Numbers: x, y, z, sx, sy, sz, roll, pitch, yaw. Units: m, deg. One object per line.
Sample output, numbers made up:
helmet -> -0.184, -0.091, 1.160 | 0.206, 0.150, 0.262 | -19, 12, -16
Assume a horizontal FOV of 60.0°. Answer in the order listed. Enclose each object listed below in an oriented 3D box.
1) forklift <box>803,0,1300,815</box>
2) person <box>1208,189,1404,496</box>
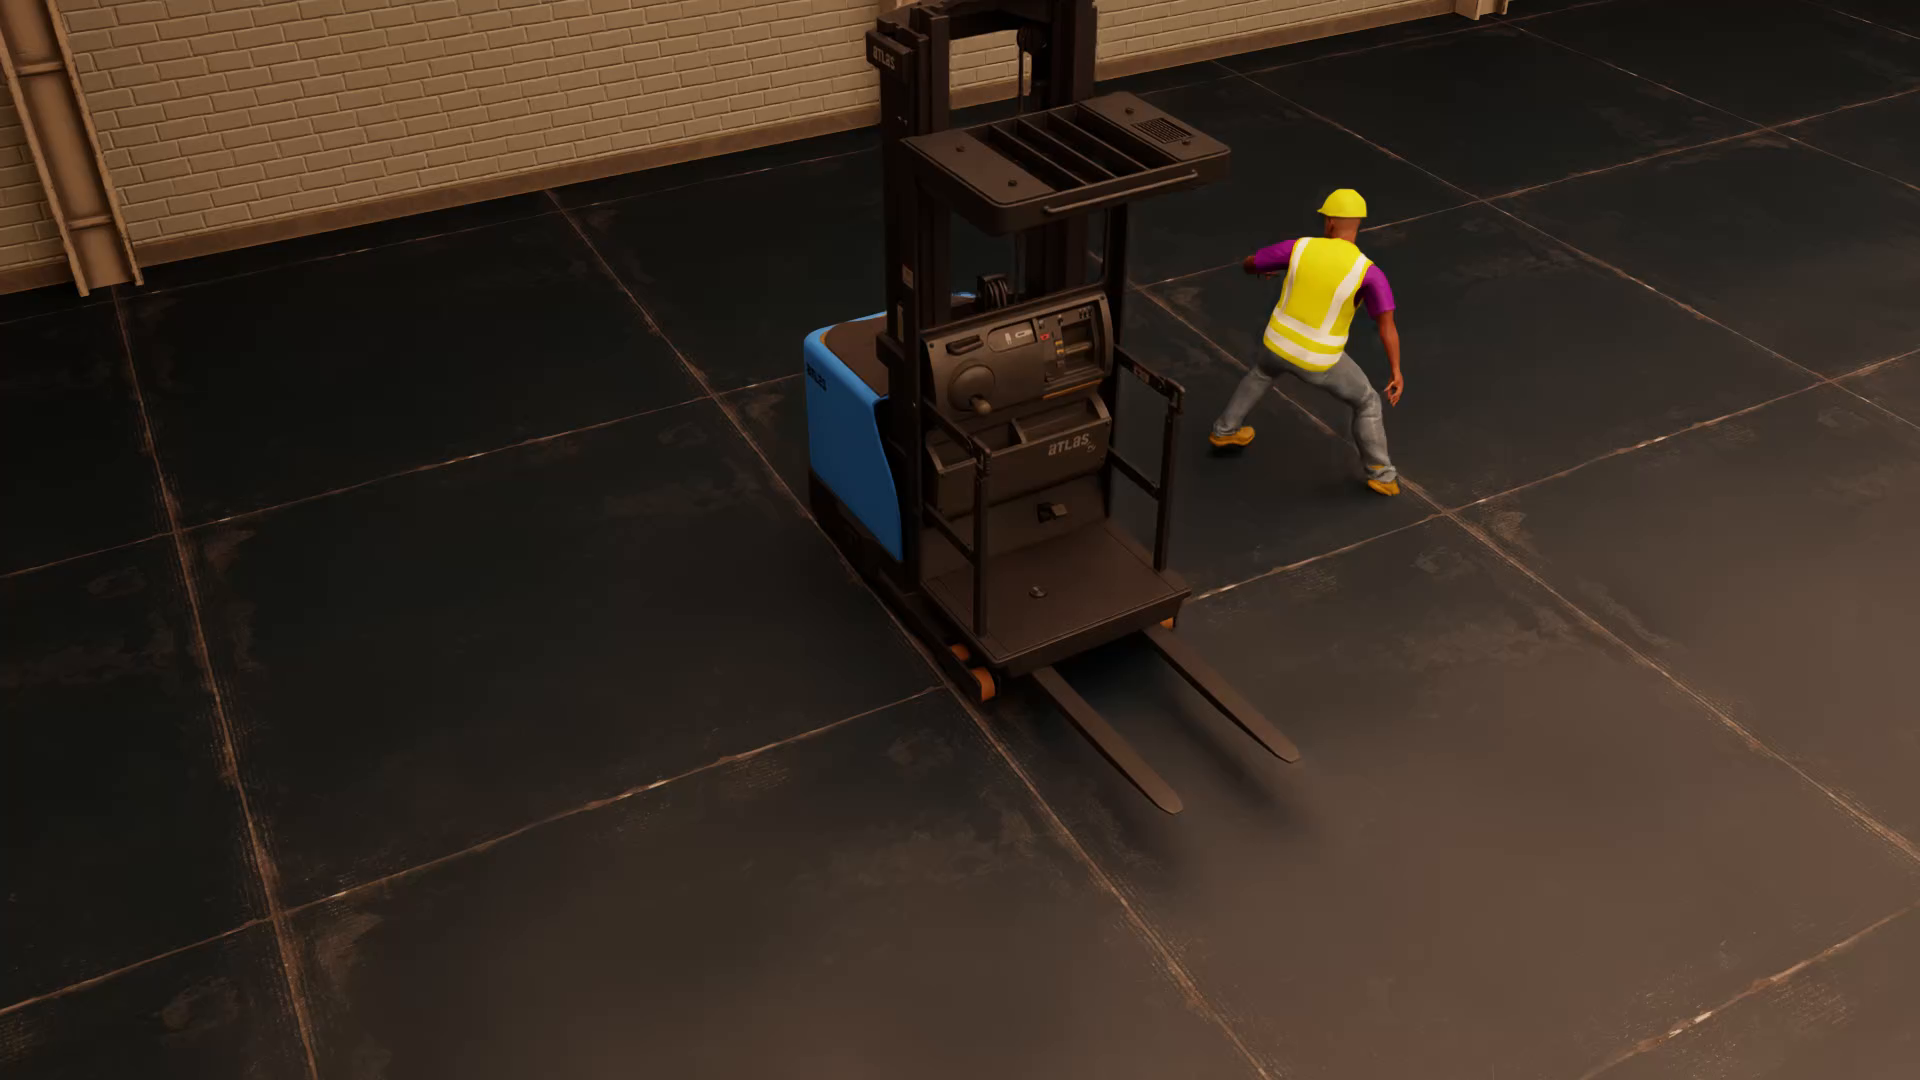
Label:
forklift -> 0.381, -0.758, 7.196 | 1.130, 2.935, 3.031 | -19, 39, -24
person -> 1.914, -0.985, 8.773 | 1.153, 1.723, 0.568 | 28, 44, 33
